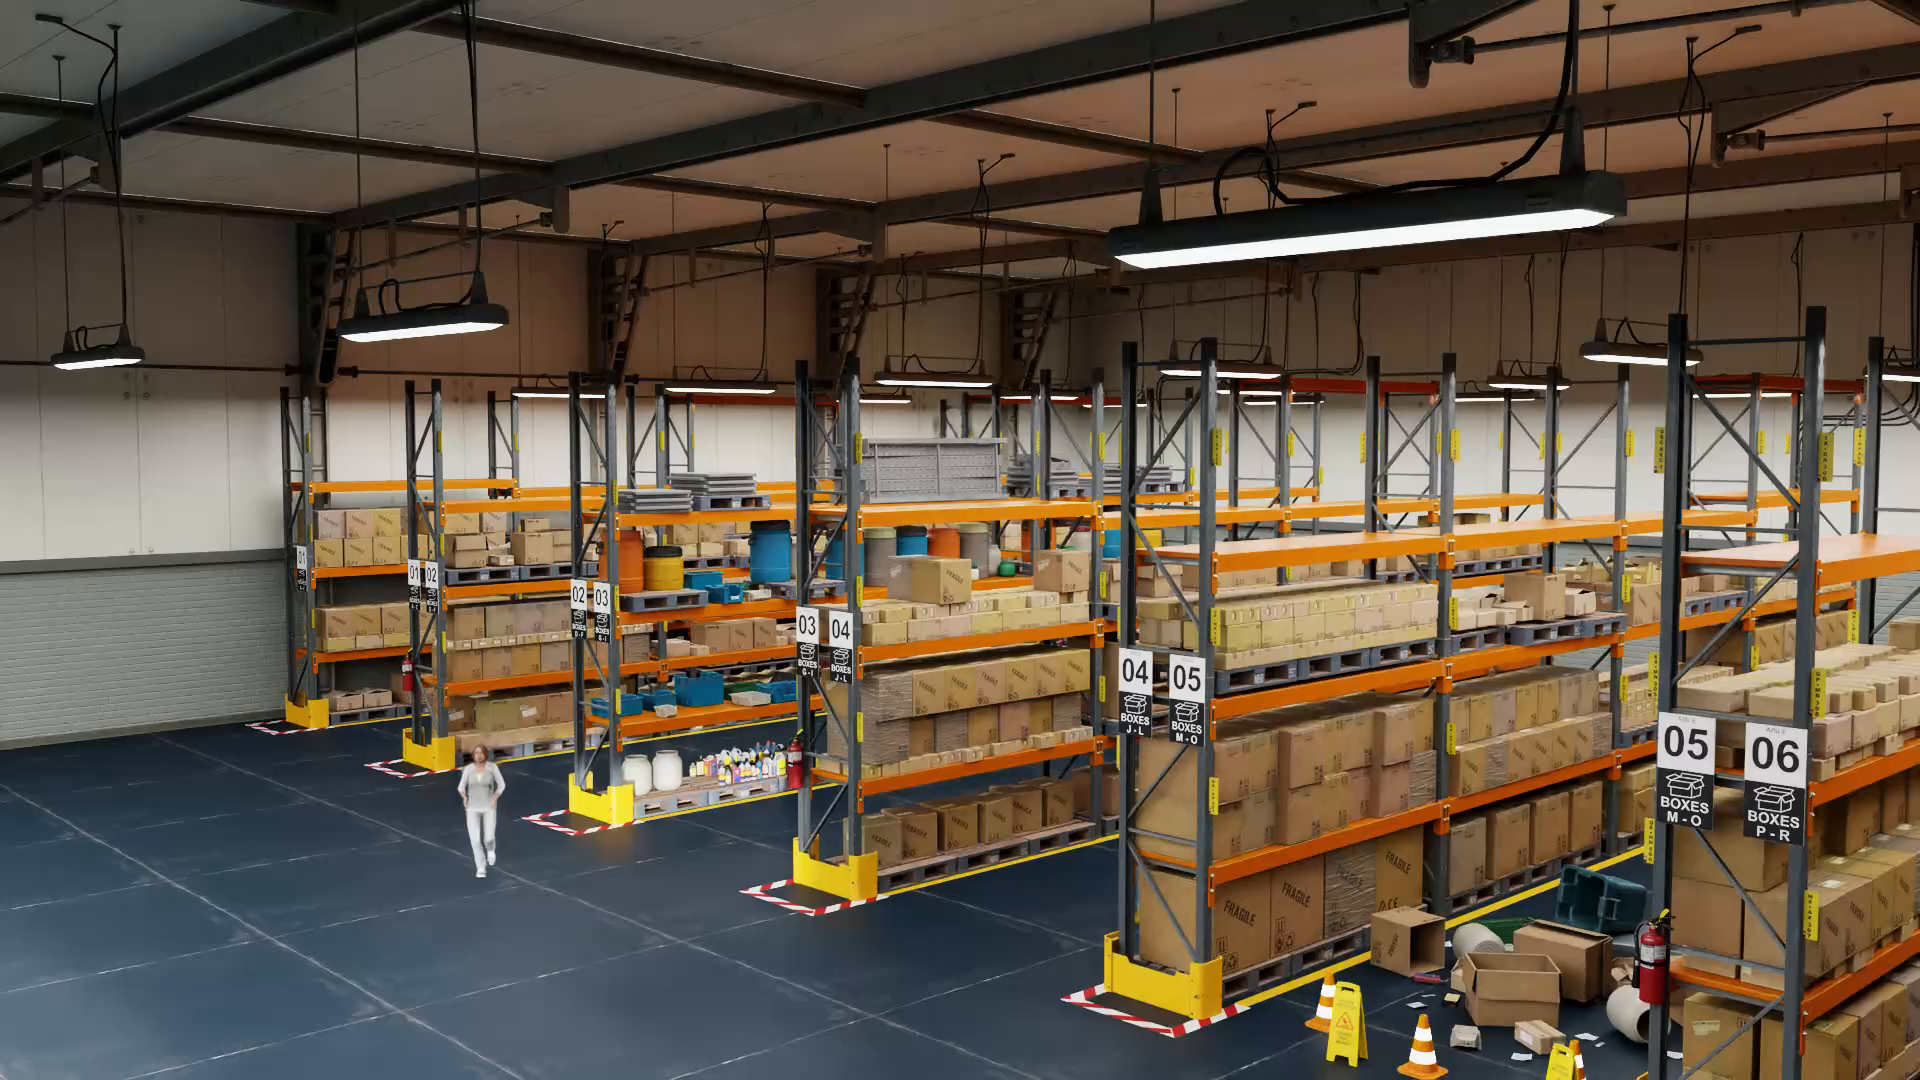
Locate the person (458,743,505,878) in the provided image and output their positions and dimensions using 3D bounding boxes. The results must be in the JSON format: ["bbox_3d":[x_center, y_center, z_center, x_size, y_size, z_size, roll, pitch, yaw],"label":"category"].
[{"bbox_3d":[-5.590,3.148,19.404,0.532,1.549,0.560,-1,4,-10],"label":"person"}]

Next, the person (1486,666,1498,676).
[{"bbox_3d":[8.052,2.724,25.339,0.546,1.653,0.676,3,5,39],"label":"person"}]

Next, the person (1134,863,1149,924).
[{"bbox_3d":[2.127,3.166,17.636,0.779,1.828,0.678,-4,5,-45],"label":"person"}]
